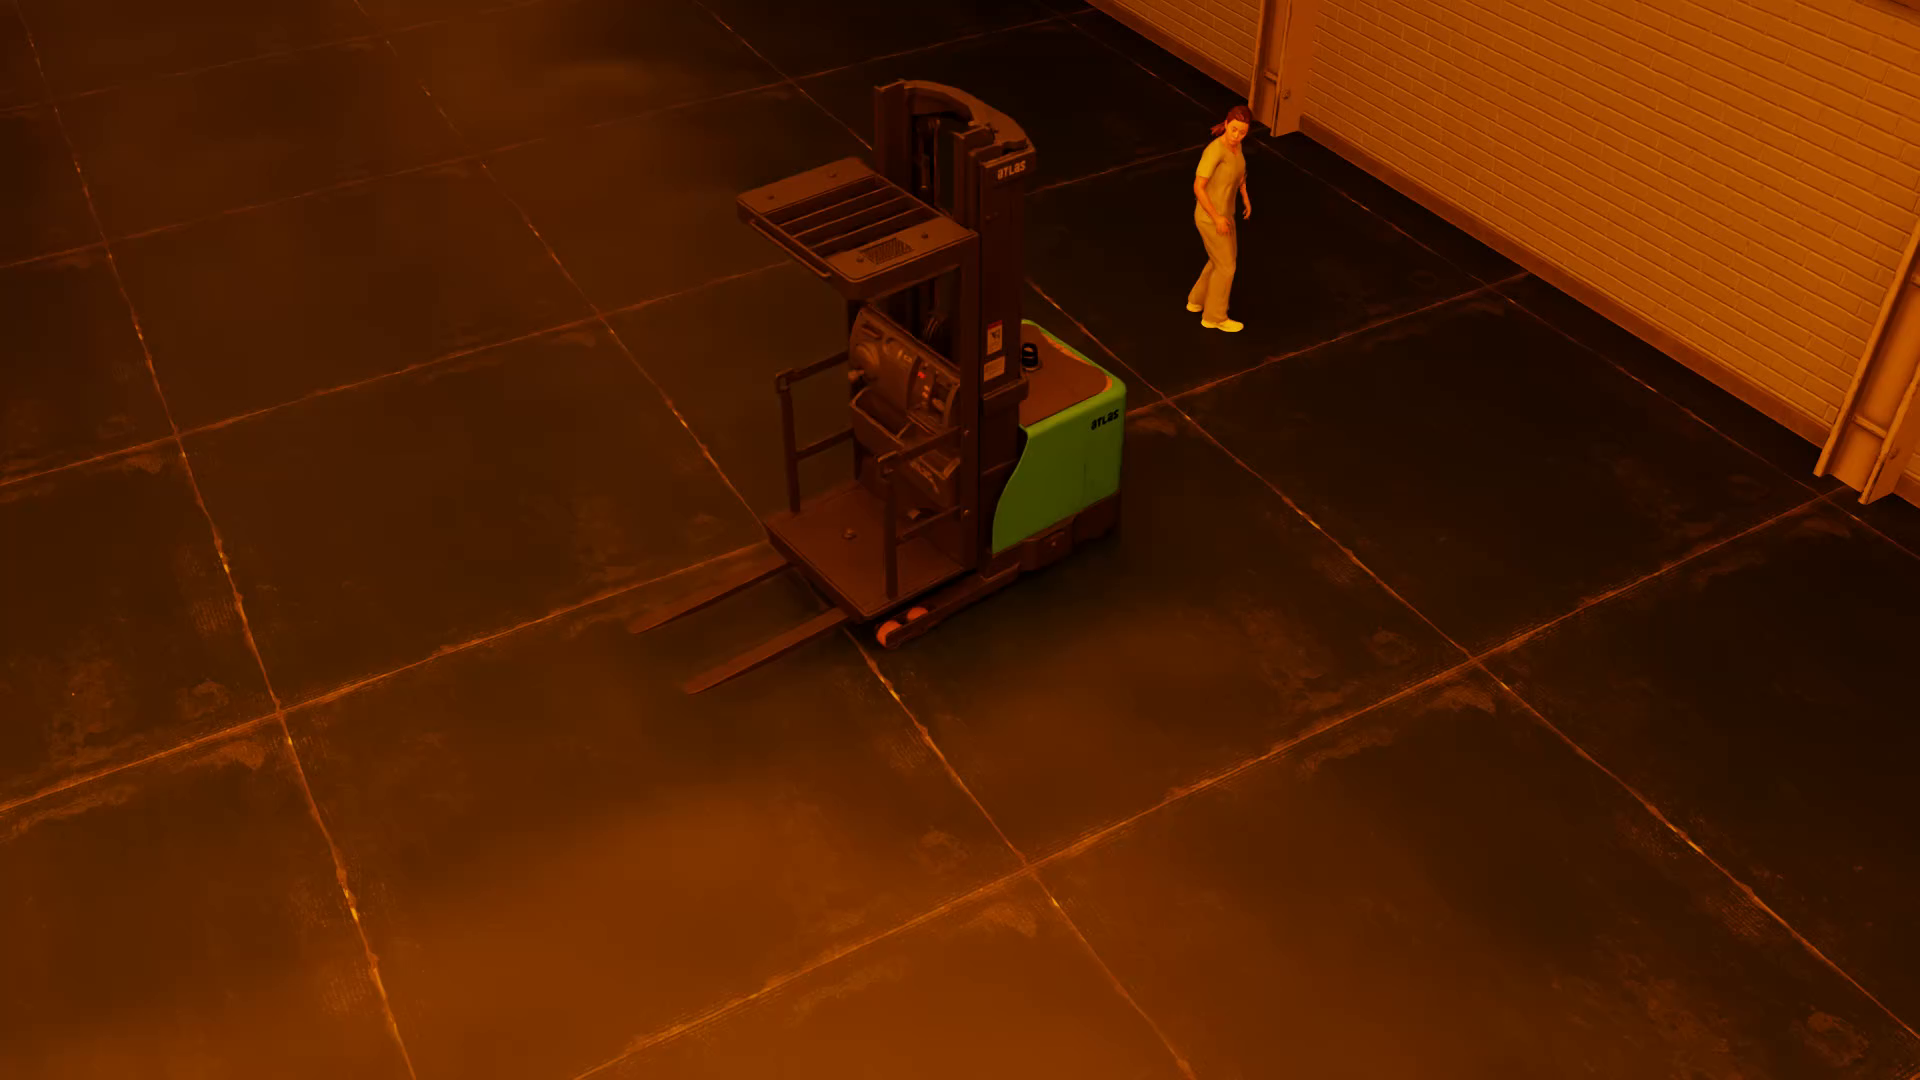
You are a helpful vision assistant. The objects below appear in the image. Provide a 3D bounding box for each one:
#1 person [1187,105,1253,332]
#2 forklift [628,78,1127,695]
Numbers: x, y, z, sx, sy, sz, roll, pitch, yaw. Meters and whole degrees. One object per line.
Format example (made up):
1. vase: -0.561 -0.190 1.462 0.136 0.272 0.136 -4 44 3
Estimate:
1. person: 1.908 -2.295 11.818 0.476 1.644 0.632 16 42 18
2. forklift: -0.478 -0.883 9.101 3.031 2.935 1.130 -26 46 -28
